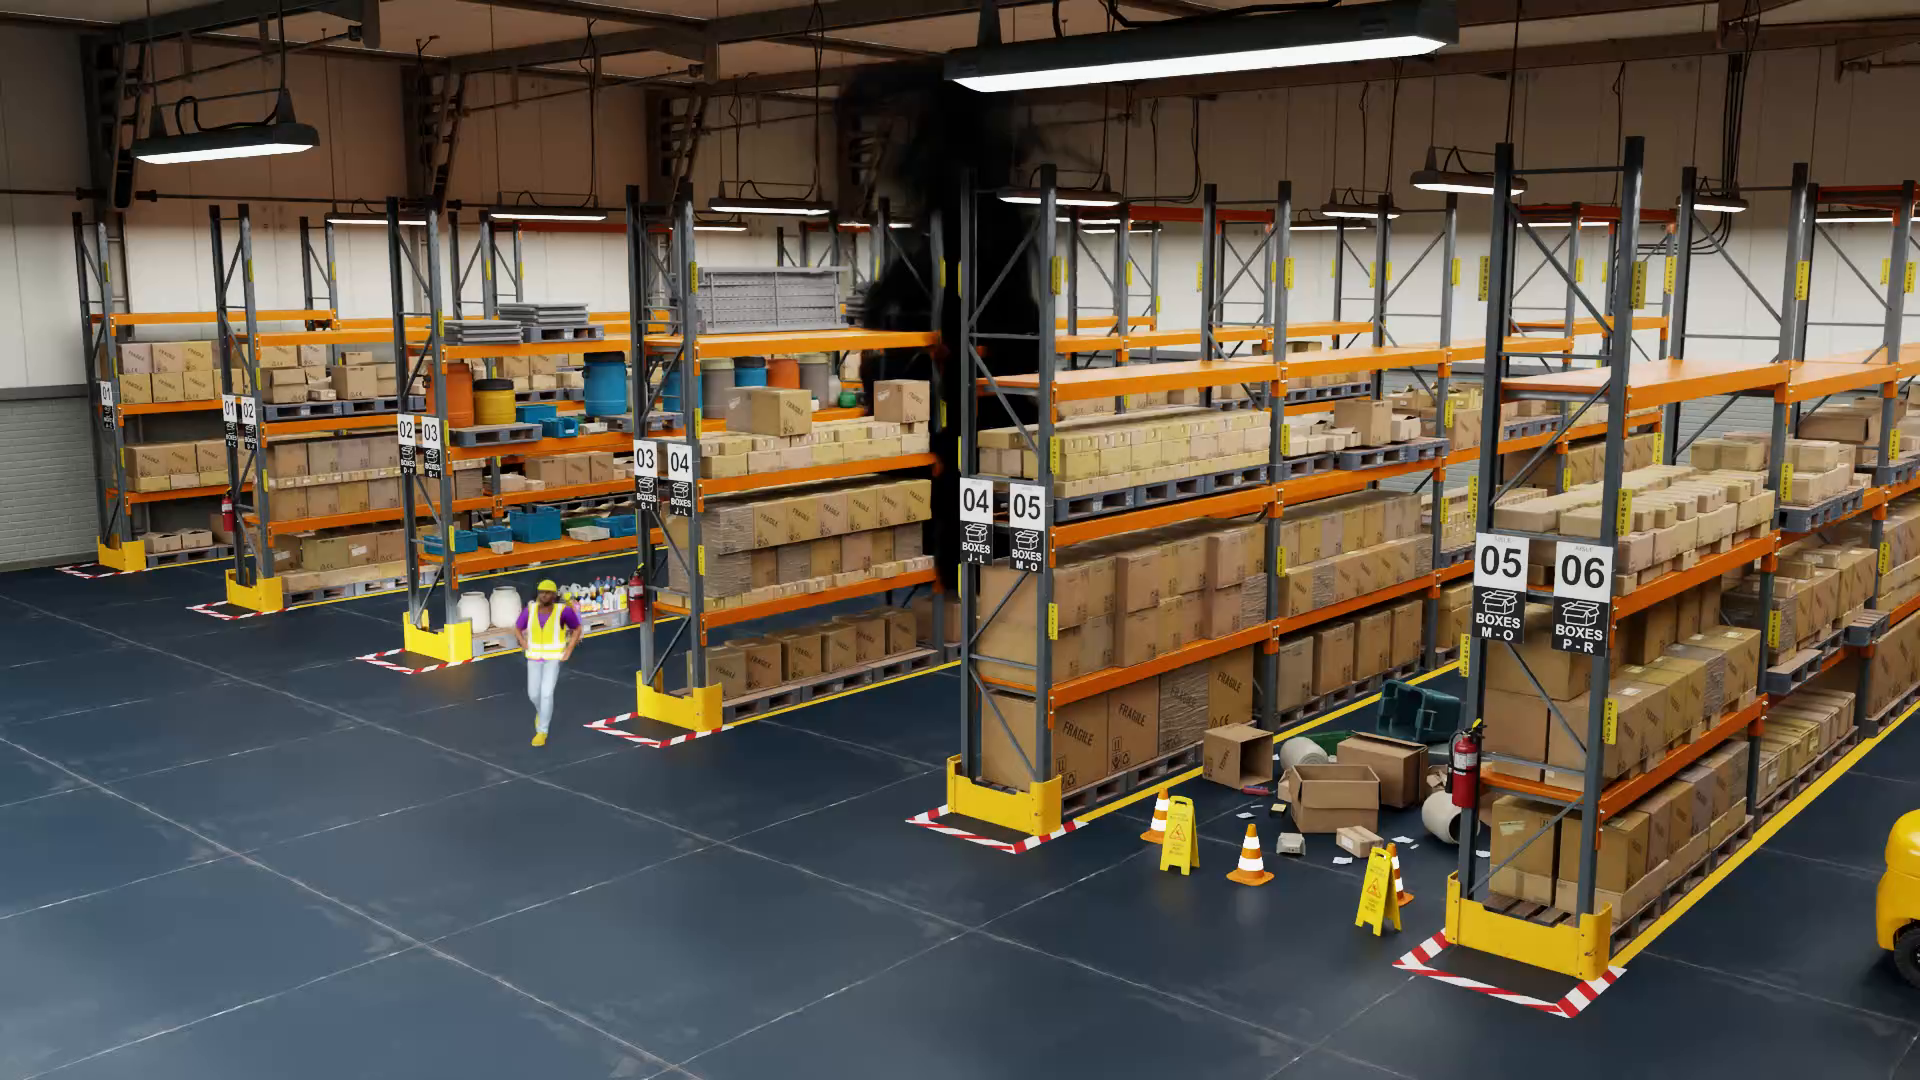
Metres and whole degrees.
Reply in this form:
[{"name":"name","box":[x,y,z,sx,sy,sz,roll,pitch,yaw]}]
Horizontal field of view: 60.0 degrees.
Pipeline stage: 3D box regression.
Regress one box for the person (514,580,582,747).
[{"name":"person","box":[-4.528,1.305,18.215,0.724,1.777,0.812,0,9,1]}]
